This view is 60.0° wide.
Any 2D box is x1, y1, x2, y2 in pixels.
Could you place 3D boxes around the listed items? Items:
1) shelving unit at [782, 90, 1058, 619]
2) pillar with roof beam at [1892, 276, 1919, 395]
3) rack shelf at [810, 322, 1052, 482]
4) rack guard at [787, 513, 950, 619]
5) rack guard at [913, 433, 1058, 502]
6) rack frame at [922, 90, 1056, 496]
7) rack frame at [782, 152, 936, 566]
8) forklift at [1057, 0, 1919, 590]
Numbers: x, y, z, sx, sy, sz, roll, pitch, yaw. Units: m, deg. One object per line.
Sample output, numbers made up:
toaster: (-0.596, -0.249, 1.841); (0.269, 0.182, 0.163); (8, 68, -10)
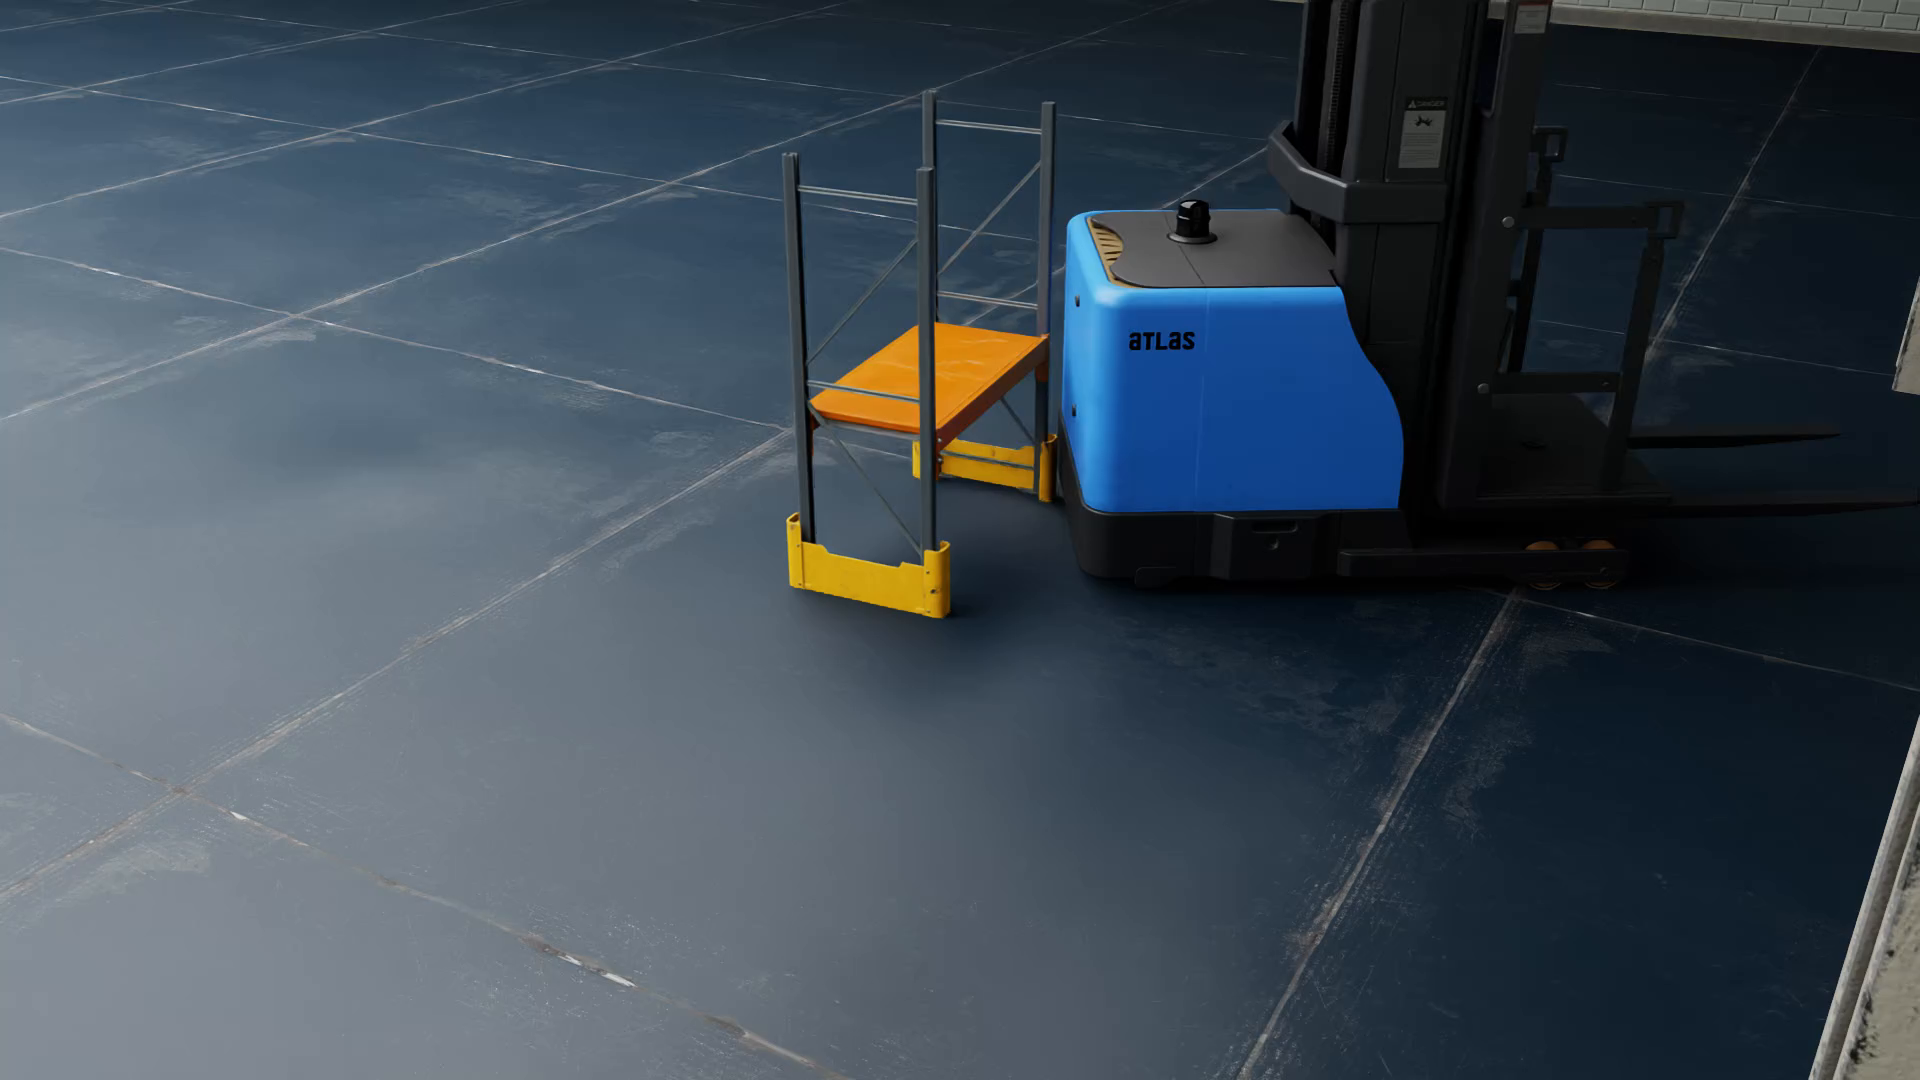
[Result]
shelving unit: (-0.110, -0.678, 5.769); (0.587, 1.500, 1.083); (11, 29, 21)
pillar with roof beam: (0.645, -5.684, 7.393); (9.100, 9.000, 0.400); (14, 30, 26)
rack shelf: (-0.106, -0.521, 5.857); (0.538, 0.185, 1.000); (11, 29, 21)
rack guard: (-0.312, 0.085, 5.642); (0.587, 0.250, 0.087); (11, 29, 21)
rack guard: (0.092, -0.323, 6.456); (0.587, 0.250, 0.087); (11, 29, 21)
rack frame: (0.100, -0.890, 6.192); (0.500, 1.500, 0.032); (11, 29, 21)
rack frame: (-0.313, -0.474, 5.361); (0.500, 1.500, 0.032); (11, 29, 21)
forklift: (1.909, -1.375, 5.562); (3.031, 2.935, 1.130); (-1, 27, -2)
